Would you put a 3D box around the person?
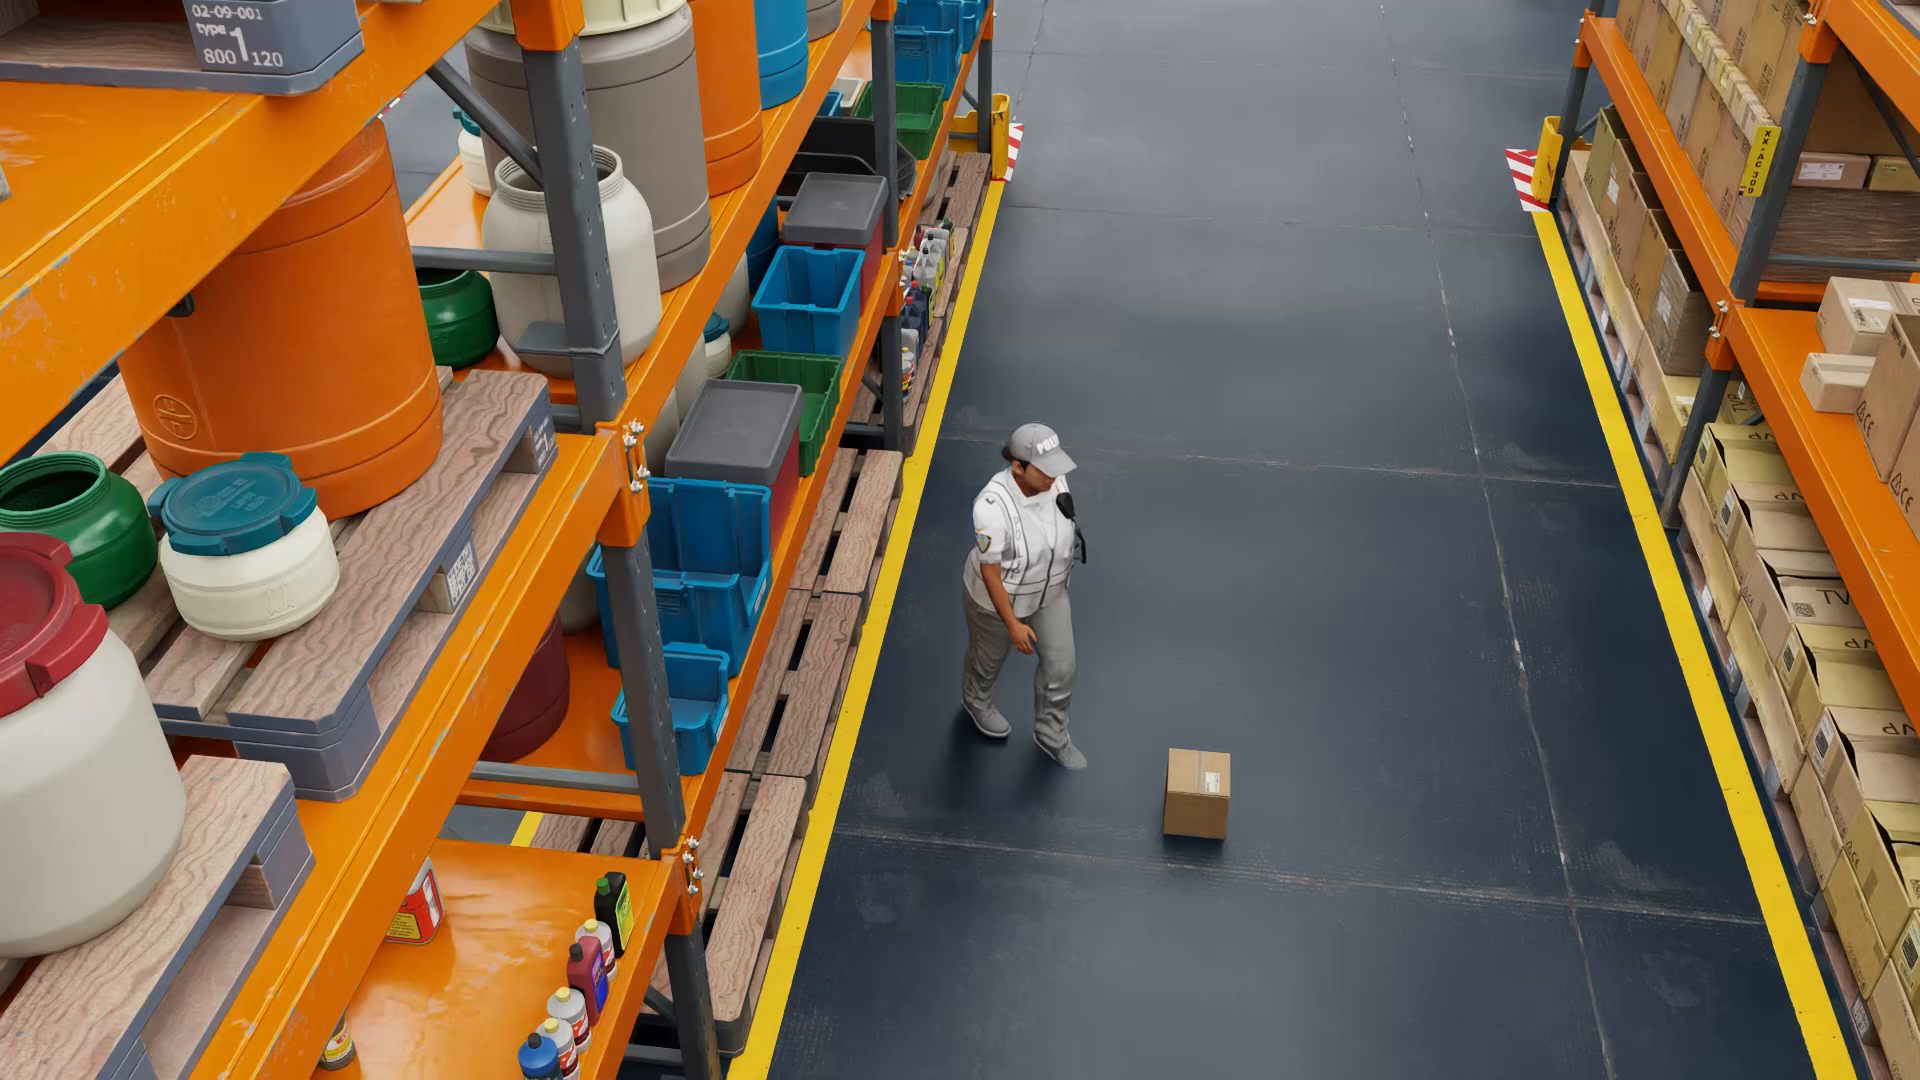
[{"bbox_3d":[0.241,0.233,6.767,0.487,1.710,0.635,-20,41,-25],"label":"person"}]
